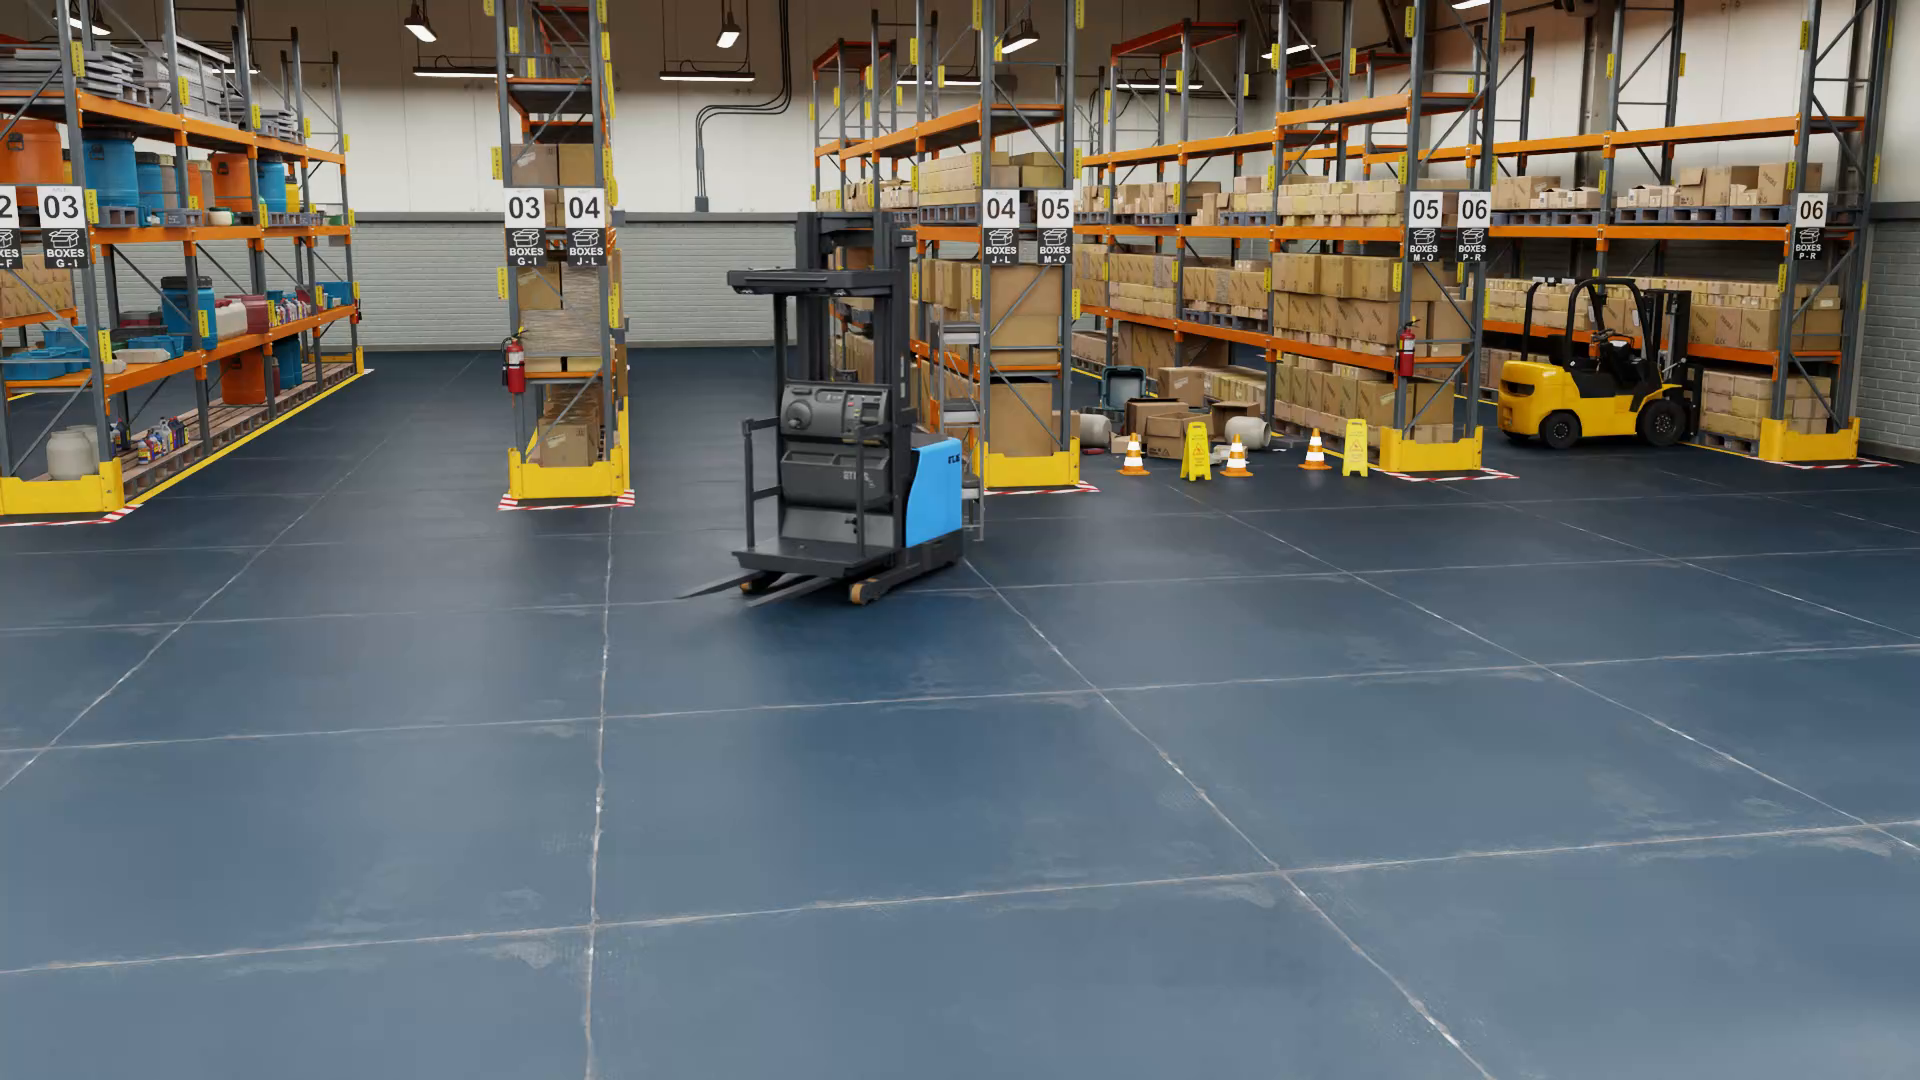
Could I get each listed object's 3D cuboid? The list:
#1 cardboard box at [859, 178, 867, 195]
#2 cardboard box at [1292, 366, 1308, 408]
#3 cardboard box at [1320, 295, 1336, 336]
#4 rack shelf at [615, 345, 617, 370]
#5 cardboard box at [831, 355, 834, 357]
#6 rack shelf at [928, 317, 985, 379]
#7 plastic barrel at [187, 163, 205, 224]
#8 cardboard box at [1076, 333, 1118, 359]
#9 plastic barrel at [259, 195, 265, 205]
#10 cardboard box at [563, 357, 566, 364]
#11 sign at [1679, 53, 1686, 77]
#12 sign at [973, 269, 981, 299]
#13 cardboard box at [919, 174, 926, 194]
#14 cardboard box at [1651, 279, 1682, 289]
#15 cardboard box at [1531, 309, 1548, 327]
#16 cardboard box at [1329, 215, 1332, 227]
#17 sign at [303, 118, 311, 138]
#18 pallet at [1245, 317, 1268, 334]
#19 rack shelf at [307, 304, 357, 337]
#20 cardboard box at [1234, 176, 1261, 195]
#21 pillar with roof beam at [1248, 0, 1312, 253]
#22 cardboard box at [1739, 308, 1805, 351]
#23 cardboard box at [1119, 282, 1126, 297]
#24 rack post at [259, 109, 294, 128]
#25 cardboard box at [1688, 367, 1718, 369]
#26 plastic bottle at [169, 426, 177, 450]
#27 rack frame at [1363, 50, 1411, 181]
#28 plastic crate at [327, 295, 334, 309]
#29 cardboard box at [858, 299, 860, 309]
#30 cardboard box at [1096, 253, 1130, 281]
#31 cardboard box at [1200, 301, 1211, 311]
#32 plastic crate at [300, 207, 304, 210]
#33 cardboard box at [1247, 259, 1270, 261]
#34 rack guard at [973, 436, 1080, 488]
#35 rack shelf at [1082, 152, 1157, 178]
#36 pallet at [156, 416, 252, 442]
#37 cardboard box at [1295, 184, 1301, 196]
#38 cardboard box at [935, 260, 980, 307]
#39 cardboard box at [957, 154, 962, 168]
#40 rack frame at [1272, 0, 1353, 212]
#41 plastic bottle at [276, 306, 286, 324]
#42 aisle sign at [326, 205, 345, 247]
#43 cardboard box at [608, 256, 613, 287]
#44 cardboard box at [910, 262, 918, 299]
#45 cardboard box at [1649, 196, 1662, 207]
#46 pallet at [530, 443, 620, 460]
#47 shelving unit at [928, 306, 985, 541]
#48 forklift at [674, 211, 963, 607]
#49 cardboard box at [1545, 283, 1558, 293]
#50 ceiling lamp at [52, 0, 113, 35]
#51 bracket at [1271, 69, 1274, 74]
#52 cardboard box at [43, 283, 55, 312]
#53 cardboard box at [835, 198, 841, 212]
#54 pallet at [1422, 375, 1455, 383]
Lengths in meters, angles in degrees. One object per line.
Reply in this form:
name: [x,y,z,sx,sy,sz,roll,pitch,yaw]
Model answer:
cardboard box: [-1.438,-5.768,27.144,0.396,0.266,0.258,-2,11,-11]
cardboard box: [4.745,-2.043,22.133,0.500,0.500,0.500,-2,11,-9]
cardboard box: [4.915,-2.863,21.156,0.500,0.500,0.500,-2,11,-10]
rack shelf: [-5.330,-2.688,23.220,1.077,0.370,4.000,-2,11,-11]
cardboard box: [-2.288,-3.452,31.812,0.380,0.149,0.250,-2,11,-11]
rack shelf: [-0.032,-1.736,15.031,0.431,0.518,0.480,-2,11,-11]
plastic barrel: [-10.503,-4.634,22.350,0.600,0.830,0.708,-2,11,-11]
cardboard box: [2.858,-3.898,33.385,0.875,0.438,0.875,-2,11,-9]
plastic barrel: [-10.558,-5.034,24.893,0.294,0.245,0.294,0,11,0]
cardboard box: [-4.610,-2.046,18.594,0.380,0.149,0.250,-2,11,-11]
sign: [10.197,-6.715,23.490,0.100,0.325,0.005,-2,11,-11]
sign: [0.187,-2.771,18.000,0.100,0.325,0.005,-2,11,-11]
cardboard box: [-0.236,-4.538,21.208,0.500,0.250,0.500,-2,11,-11]
cardboard box: [9.643,-3.472,22.618,0.380,0.149,0.250,-2,11,-12]
cardboard box: [9.123,-3.409,25.488,0.500,0.250,0.500,-2,11,-11]
cardboard box: [4.899,-4.035,21.026,0.380,0.149,0.250,-2,11,-11]
sign: [-10.816,-6.826,27.550,0.100,0.325,0.005,-2,11,-11]
pallet: [4.774,-3.086,23.901,1.003,0.211,1.213,-2,11,-11]
rack shelf: [-11.744,-3.975,29.982,1.077,0.370,4.000,-2,11,-11]
cardboard box: [4.322,-5.175,24.279,0.500,0.250,0.500,-2,11,-10]
pillar with roof beam: [3.451,-8.735,37.021,9.100,9.000,0.548,-2,11,-11]
cardboard box: [10.072,-2.612,20.631,0.500,0.500,0.500,-2,11,-12]
cardboard box: [3.162,-4.488,29.820,0.500,0.250,0.500,-2,11,-10]
rack post: [-11.222,-6.716,26.616,0.937,0.300,0.954,-2,11,-12]
cardboard box: [9.726,-2.181,22.190,0.500,0.250,0.500,-2,11,-12]
plastic bottle: [-9.282,-1.205,19.592,0.061,0.283,0.133,-1,11,-7]
rack frame: [8.092,-7.630,31.218,1.000,3.000,0.127,-2,11,-11]
plastic crate: [-11.483,-4.275,29.922,0.416,0.233,0.300,-2,11,-11]
cardboard box: [-1.428,-3.772,26.541,0.380,0.149,0.250,-2,11,-11]
cardboard box: [2.861,-5.119,31.127,0.500,0.500,0.500,-2,11,-11]
cardboard box: [3.946,-3.629,25.788,0.380,0.149,0.250,-2,11,-11]
plastic crate: [-12.106,-5.848,30.043,0.504,0.338,0.767,-2,11,-11]
cardboard box: [4.597,-4.199,25.313,0.380,0.149,0.250,-3,11,-14]
rack guard: [0.726,-0.870,18.432,1.175,0.500,0.348,-2,11,-11]
rack shelf: [2.835,-7.266,32.298,1.077,0.370,4.000,-2,11,-11]
pallet: [-10.231,-1.491,22.467,1.003,0.211,1.213,-2,11,-11]
cardboard box: [4.642,-4.612,21.920,0.380,0.149,0.250,-2,11,-13]
cardboard box: [0.173,-3.171,20.544,0.875,0.550,0.550,-2,11,-11]
cardboard box: [0.174,-4.290,18.838,0.380,0.149,0.250,-2,11,-10]
rack frame: [4.780,-5.982,22.558,1.000,3.000,0.127,-2,11,-11]
plastic bottle: [-10.614,-3.512,25.960,0.152,0.276,0.135,-2,11,-11]
aisle sign: [-11.860,-5.996,31.724,0.394,0.787,0.004,-2,11,-11]
cardboard box: [-4.485,-3.197,20.232,0.500,0.500,0.500,-2,11,-11]
cardboard box: [-0.359,-3.654,23.432,0.700,0.500,0.500,-2,11,-11]
cardboard box: [9.587,-4.587,22.534,0.380,0.149,0.250,-2,11,-9]
pallet: [-4.535,-0.958,19.667,1.003,0.211,1.213,-2,11,-11]
shelving unit: [-0.032,-1.062,15.160,0.431,2.100,0.503,-2,11,-11]
forklift: [-1.076,-1.039,12.818,1.130,2.935,3.031,5,12,26]
cardboard box: [9.129,-3.826,25.271,0.380,0.149,0.250,-2,11,-12]
ceiling lamp: [-13.401,-9.541,25.647,0.800,3.185,2.000,-2,11,-11]
bracket: [7.245,-10.723,37.839,0.235,0.232,0.430,-2,11,-11]
cardboard box: [-16.443,-4.306,29.529,0.500,0.500,0.500,-2,11,-11]
cardboard box: [-1.951,-6.024,29.867,0.500,0.250,0.500,-3,11,-14]
pallet: [8.762,-2.718,28.912,1.003,0.211,1.213,-2,11,-11]
